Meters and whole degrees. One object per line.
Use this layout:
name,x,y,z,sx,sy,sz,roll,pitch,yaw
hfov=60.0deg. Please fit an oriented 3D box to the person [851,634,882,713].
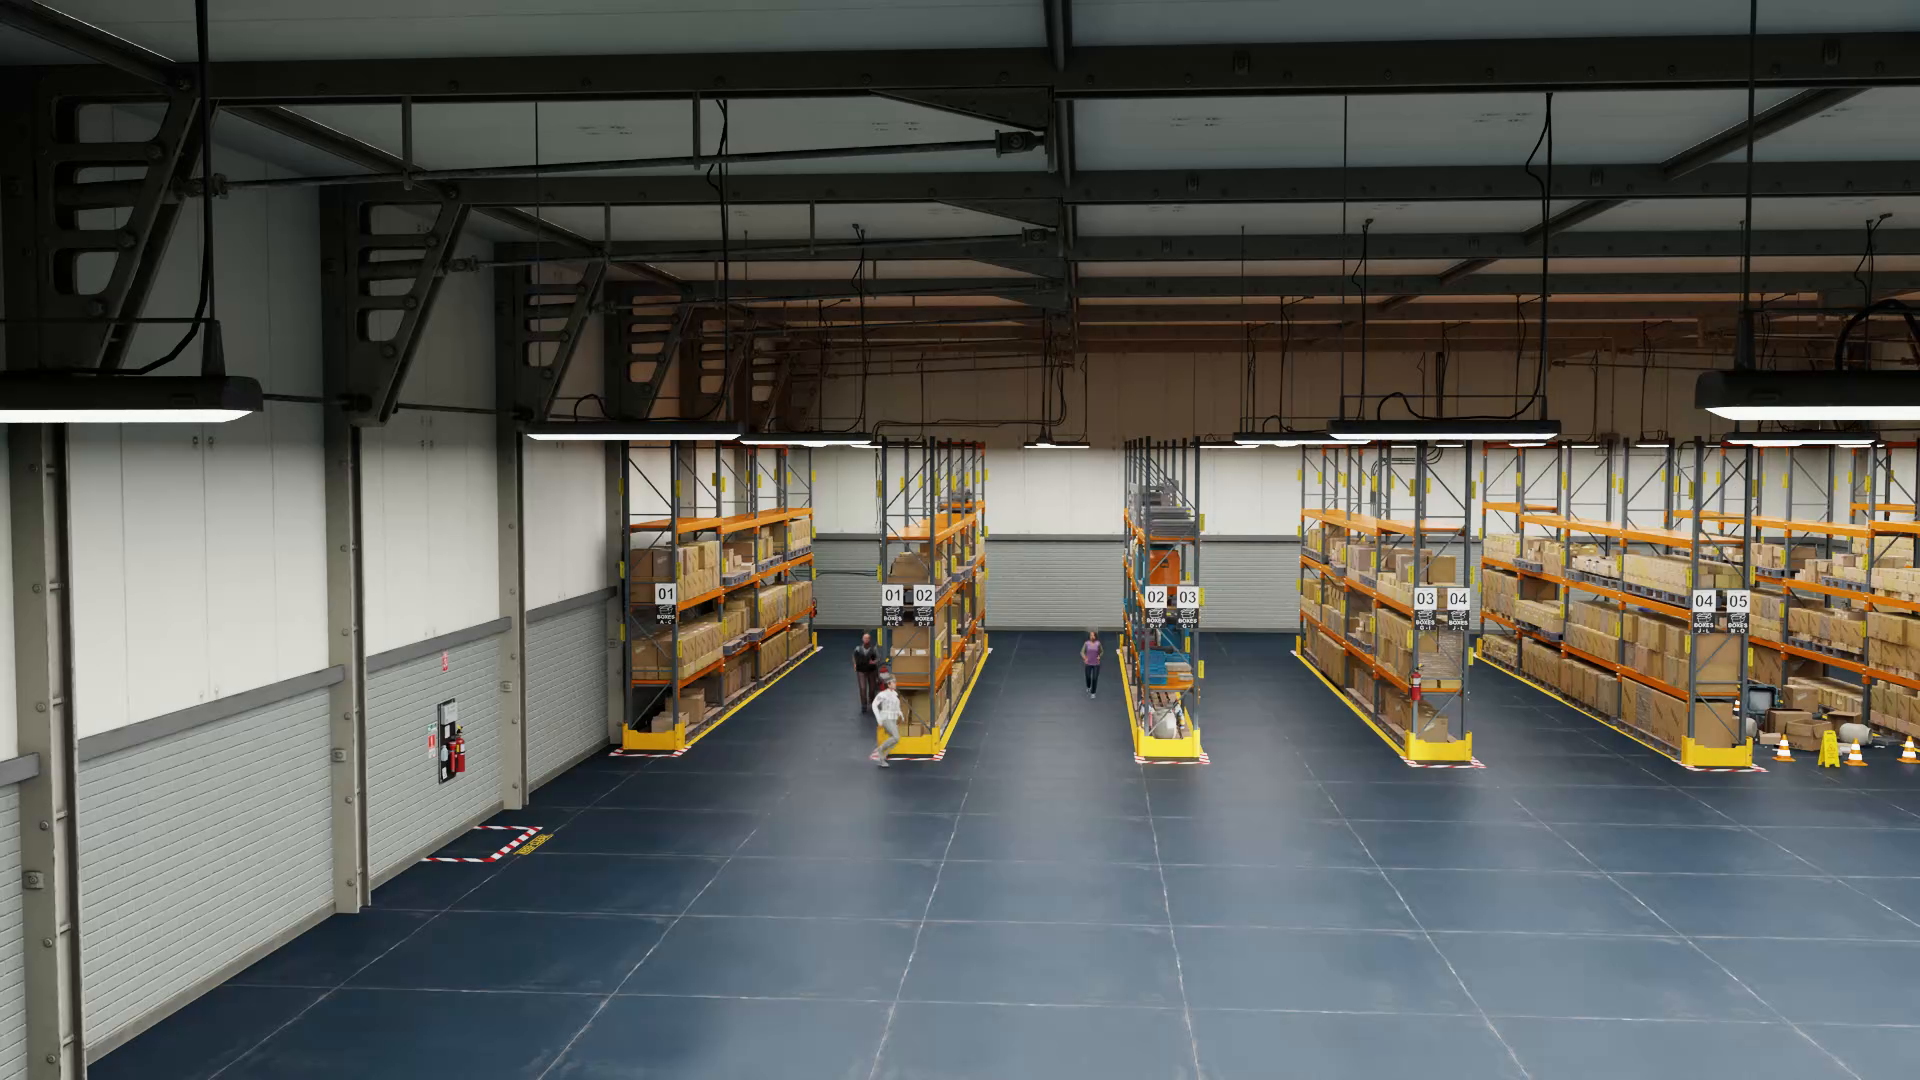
person,-2.060,2.917,36.592,0.670,1.695,0.859,0,3,-1

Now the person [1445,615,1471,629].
person,12.992,2.522,43.439,0.669,1.785,0.718,0,3,1

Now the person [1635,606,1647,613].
person,19.392,2.373,47.389,0.820,1.609,0.657,1,3,17

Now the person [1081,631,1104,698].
person,3.052,2.885,38.382,0.531,1.555,0.531,0,3,5

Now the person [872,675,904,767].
person,-1.244,3.287,30.273,0.501,1.639,0.619,2,4,34
